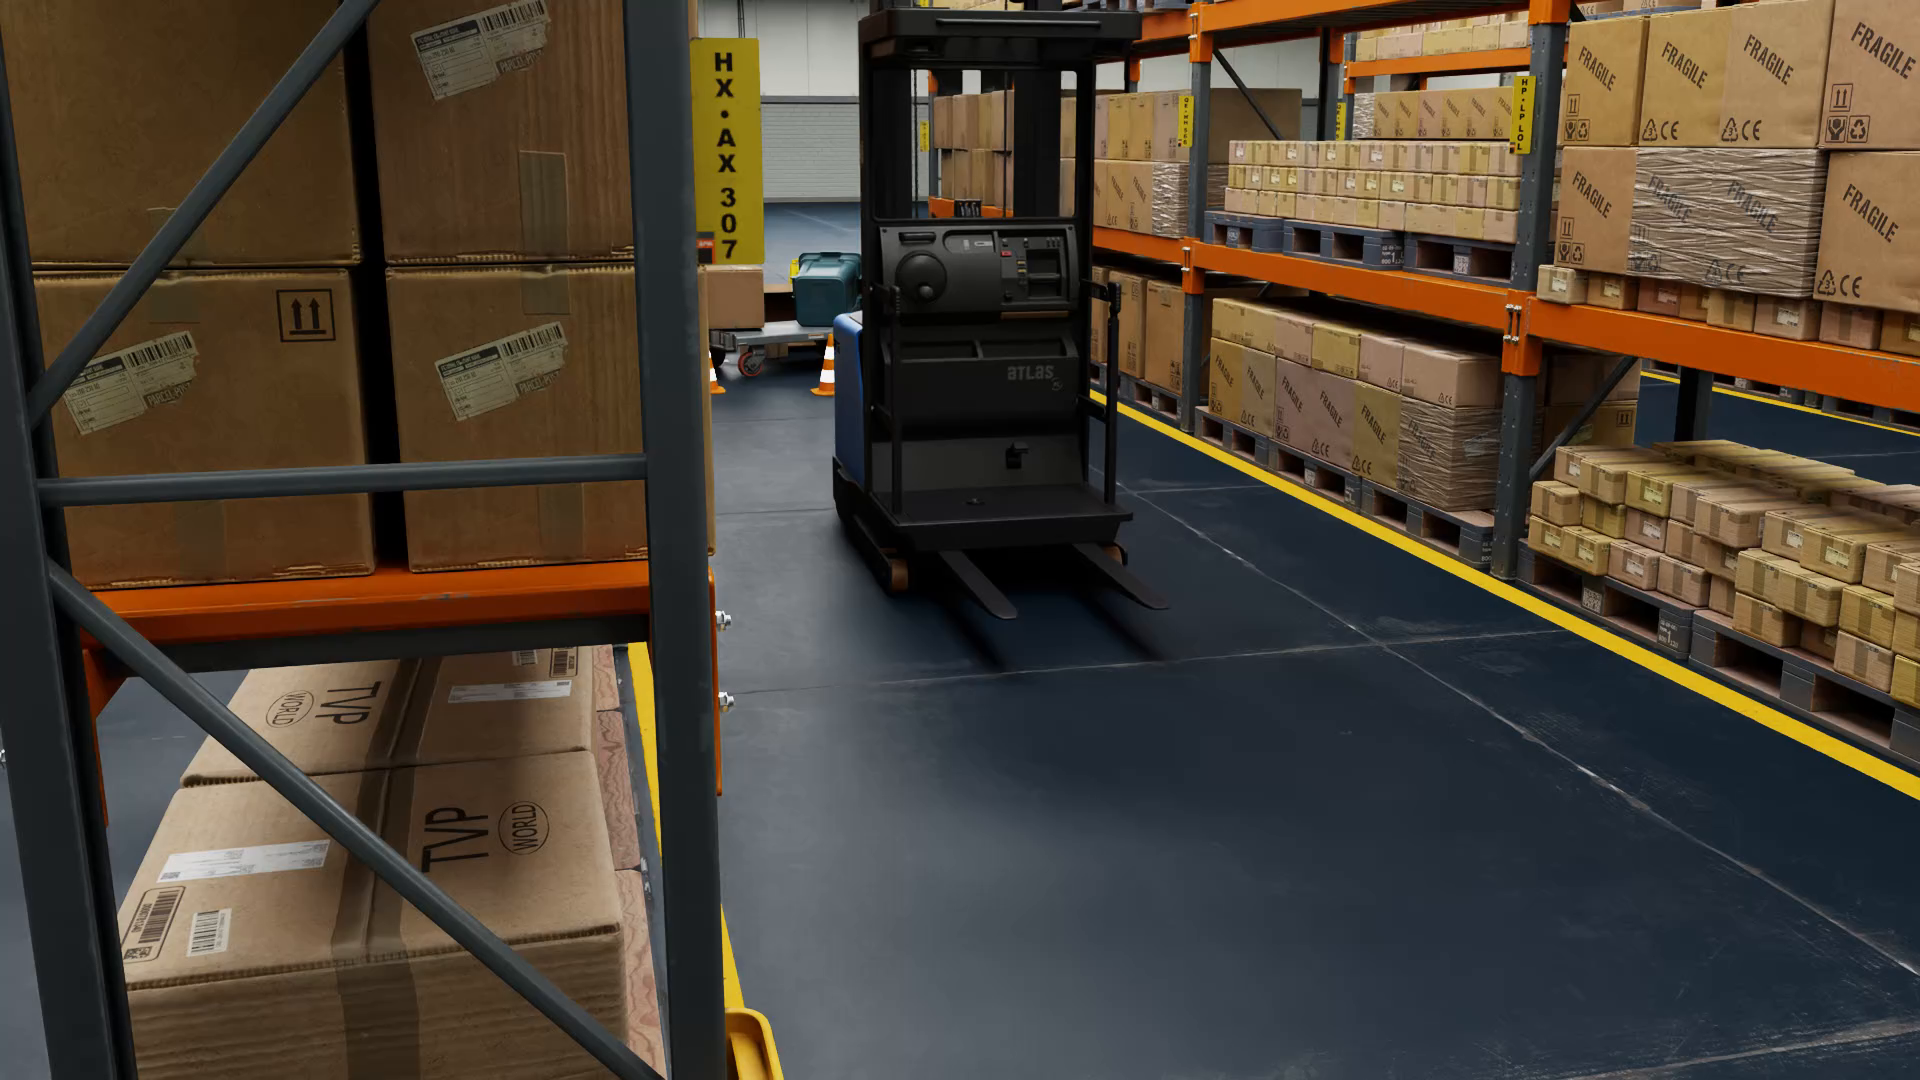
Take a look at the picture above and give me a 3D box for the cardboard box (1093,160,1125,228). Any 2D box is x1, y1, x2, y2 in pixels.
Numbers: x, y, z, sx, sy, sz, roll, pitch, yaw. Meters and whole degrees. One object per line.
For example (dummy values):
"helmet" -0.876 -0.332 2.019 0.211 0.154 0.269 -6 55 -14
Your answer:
"cardboard box" 1.302 -2.713 13.000 0.500 0.500 0.500 -3 14 -12

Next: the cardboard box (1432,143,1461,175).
"cardboard box" 2.559 -1.878 8.186 0.380 0.149 0.250 -4 14 -15

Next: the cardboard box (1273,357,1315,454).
"cardboard box" 2.191 -0.805 9.784 0.500 0.500 0.500 -4 14 -15

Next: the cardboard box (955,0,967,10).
"cardboard box" 0.251 -5.495 16.871 0.500 0.250 0.500 -3 14 -14

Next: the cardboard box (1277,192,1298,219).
"cardboard box" 2.126 -2.008 9.970 0.380 0.149 0.250 -3 14 -11

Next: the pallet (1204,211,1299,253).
"pallet" 2.297 -1.975 10.595 1.213 0.211 1.003 -3 14 -13

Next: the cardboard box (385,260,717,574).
"cardboard box" -0.717 -0.257 2.949 0.500 0.500 0.500 -3 14 -14

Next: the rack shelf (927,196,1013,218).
"rack shelf" 0.617 -3.261 16.972 1.077 0.370 4.000 -3 14 -13

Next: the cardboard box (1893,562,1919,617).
"cardboard box" 3.230 0.167 5.293 0.380 0.149 0.250 -3 14 -11

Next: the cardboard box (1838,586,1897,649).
"cardboard box" 3.203 0.251 5.576 0.380 0.149 0.250 -3 14 -10

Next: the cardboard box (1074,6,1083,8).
"cardboard box" 1.269 -4.900 15.276 0.380 0.149 0.250 -3 14 -13

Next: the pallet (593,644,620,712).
"pallet" -1.720 0.530 5.815 1.003 0.211 1.213 -3 14 -13

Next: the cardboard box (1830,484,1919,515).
"cardboard box" 3.604 -0.109 6.423 0.380 0.149 0.250 -4 14 -16

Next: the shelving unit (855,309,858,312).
"shelving unit" -0.431 -0.761 9.293 0.252 1.050 0.215 11 14 43

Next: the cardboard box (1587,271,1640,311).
"cardboard box" 2.847 -1.043 6.905 0.380 0.149 0.250 -3 14 -12

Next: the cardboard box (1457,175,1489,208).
"cardboard box" 2.617 -1.672 7.968 0.380 0.149 0.250 -3 14 -13

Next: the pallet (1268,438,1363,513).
"pallet" 2.491 -0.411 9.664 1.003 0.211 1.213 -3 14 -13

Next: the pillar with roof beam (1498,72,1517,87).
"pillar with roof beam" 10.621 -13.251 43.706 9.100 9.000 0.400 -3 14 -13

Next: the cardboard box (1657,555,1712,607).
"cardboard box" 3.018 0.150 6.613 0.380 0.149 0.250 -4 14 -14

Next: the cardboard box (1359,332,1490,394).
"cardboard box" 2.437 -0.935 8.736 0.500 0.250 0.500 -3 14 -11

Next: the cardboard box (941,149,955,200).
"cardboard box" 0.278 -4.062 18.418 0.875 0.550 0.550 -3 14 -13

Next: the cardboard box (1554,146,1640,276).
"cardboard box" 2.837 -1.369 6.872 0.500 0.500 0.500 -4 14 -14

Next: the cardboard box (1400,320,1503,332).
"cardboard box" 2.806 -1.084 9.345 0.500 0.250 0.500 -3 14 -11

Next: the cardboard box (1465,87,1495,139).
"cardboard box" 5.440 -4.285 16.703 0.500 0.500 0.500 -3 14 -13

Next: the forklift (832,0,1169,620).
"forklift" 0.142 -1.278 7.483 1.130 2.935 3.031 -3 14 -13

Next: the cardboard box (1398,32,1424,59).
"cardboard box" 5.094 -5.351 18.005 0.500 0.250 0.500 -3 14 -13

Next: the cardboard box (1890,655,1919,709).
"cardboard box" 3.250 0.459 5.351 0.380 0.149 0.250 -4 14 -16

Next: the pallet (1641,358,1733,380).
"pallet" 6.406 -1.587 14.476 1.003 0.211 1.213 -3 14 -13

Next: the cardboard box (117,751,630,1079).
"cardboard box" -1.135 0.812 3.297 0.875 0.438 0.875 -4 14 -15

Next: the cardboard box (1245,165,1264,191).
"cardboard box" 2.010 -2.268 10.408 0.380 0.149 0.250 -3 14 -10

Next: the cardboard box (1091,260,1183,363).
"cardboard box" 1.543 -1.900 13.738 1.050 0.750 0.750 -3 14 -13

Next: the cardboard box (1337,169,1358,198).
"cardboard box" 2.315 -1.972 9.194 0.380 0.149 0.250 -3 14 -11

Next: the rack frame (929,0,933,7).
"rack frame" 0.147 -6.987 18.063 1.000 3.000 0.127 -3 14 -13

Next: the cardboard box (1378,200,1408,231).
"cardboard box" 2.432 -1.706 8.733 0.380 0.149 0.250 -4 14 -16

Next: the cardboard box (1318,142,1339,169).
"cardboard box" 2.256 -2.177 9.409 0.380 0.149 0.250 -3 14 -11

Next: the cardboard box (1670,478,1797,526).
"cardboard box" 3.043 -0.140 6.547 0.380 0.149 0.250 -4 14 -15

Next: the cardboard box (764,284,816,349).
"cardboard box" -1.540 -2.147 15.869 0.797 0.637 0.503 -3 14 -13

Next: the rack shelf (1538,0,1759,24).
"rack shelf" 3.435 -1.950 5.285 1.077 0.370 4.000 -3 14 -13

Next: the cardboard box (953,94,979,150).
"cardboard box" 0.415 -4.323 17.212 0.875 0.550 0.550 -3 14 -13

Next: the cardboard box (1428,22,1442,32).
"cardboard box" 5.208 -5.470 17.652 0.380 0.149 0.250 -3 14 -14

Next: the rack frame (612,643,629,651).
"rack frame" -1.823 -1.005 6.220 1.000 3.000 0.127 -3 14 -13

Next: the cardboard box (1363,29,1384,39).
"cardboard box" 4.799 -5.762 18.846 0.380 0.149 0.250 -3 14 -12

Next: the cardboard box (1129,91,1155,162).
"cardboard box" 1.687 -3.100 12.478 0.700 0.500 0.500 -4 14 -14

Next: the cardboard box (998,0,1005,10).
"cardboard box" 0.569 -4.921 15.363 0.380 0.149 0.250 -3 14 -12

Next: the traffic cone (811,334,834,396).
"traffic cone" -1.009 -1.399 13.178 0.336 0.463 0.334 -3 14 -13

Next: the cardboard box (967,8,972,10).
"cardboard box" 0.273 -5.213 16.559 0.380 0.149 0.250 -3 14 -13

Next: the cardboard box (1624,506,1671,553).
"cardboard box" 2.978 -0.059 6.842 0.380 0.149 0.250 -3 14 -14

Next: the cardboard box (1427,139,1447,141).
"cardboard box" 5.510 -4.048 17.837 0.875 0.500 0.500 -3 14 -13

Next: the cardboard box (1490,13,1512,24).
"cardboard box" 5.457 -5.159 16.380 0.380 0.149 0.250 -4 14 -16

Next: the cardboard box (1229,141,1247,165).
"cardboard box" 1.947 -2.479 10.646 0.380 0.149 0.250 -3 14 -13

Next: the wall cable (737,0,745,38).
"wall cable" -7.398 -16.051 47.998 2.305 6.003 0.169 -3 14 -13

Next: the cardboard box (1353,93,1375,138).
"cardboard box" 4.856 -4.862 19.064 0.500 0.500 0.500 -3 14 -13

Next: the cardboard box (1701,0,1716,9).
"cardboard box" 6.276 -4.190 13.252 0.500 0.250 0.500 -3 14 -12

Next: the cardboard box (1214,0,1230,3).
"cardboard box" 1.901 -3.586 10.254 0.500 0.500 0.500 -3 14 -13

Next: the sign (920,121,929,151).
"sign" -0.394 -4.502 18.542 0.100 0.325 0.005 -3 14 -13

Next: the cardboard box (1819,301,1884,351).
"cardboard box" 3.178 -0.738 5.657 0.380 0.149 0.250 -3 14 -11
